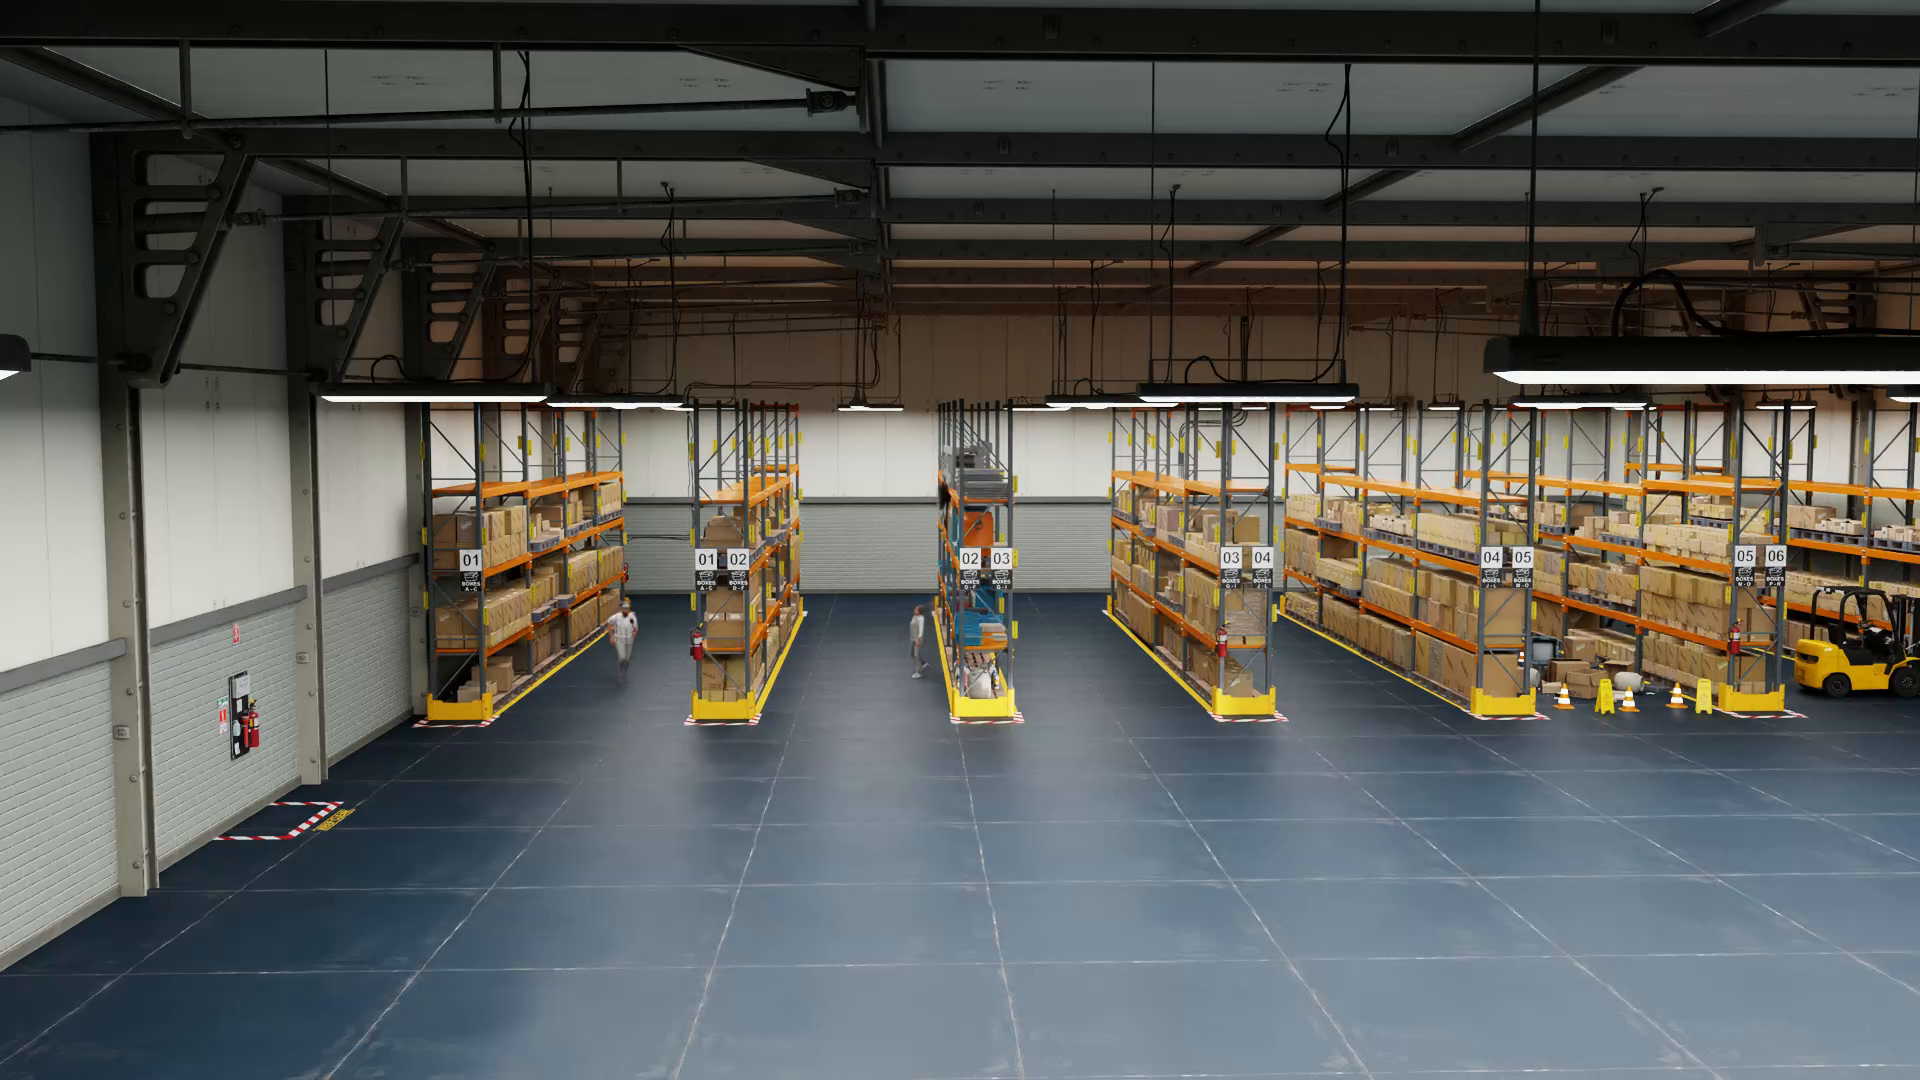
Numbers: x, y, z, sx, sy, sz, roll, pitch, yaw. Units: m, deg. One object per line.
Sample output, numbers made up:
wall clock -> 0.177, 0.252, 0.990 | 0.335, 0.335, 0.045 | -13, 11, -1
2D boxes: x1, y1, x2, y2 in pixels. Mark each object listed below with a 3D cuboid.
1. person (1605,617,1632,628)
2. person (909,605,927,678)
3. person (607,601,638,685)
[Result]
person -> 17.486, 1.559, 44.082 | 0.579, 1.633, 0.903 | -2, 5, -29
person -> -0.884, 2.184, 36.199 | 0.538, 1.585, 0.603 | -3, 5, -34
person -> -7.142, 2.188, 35.328 | 0.605, 1.805, 0.848 | -2, 5, -28
